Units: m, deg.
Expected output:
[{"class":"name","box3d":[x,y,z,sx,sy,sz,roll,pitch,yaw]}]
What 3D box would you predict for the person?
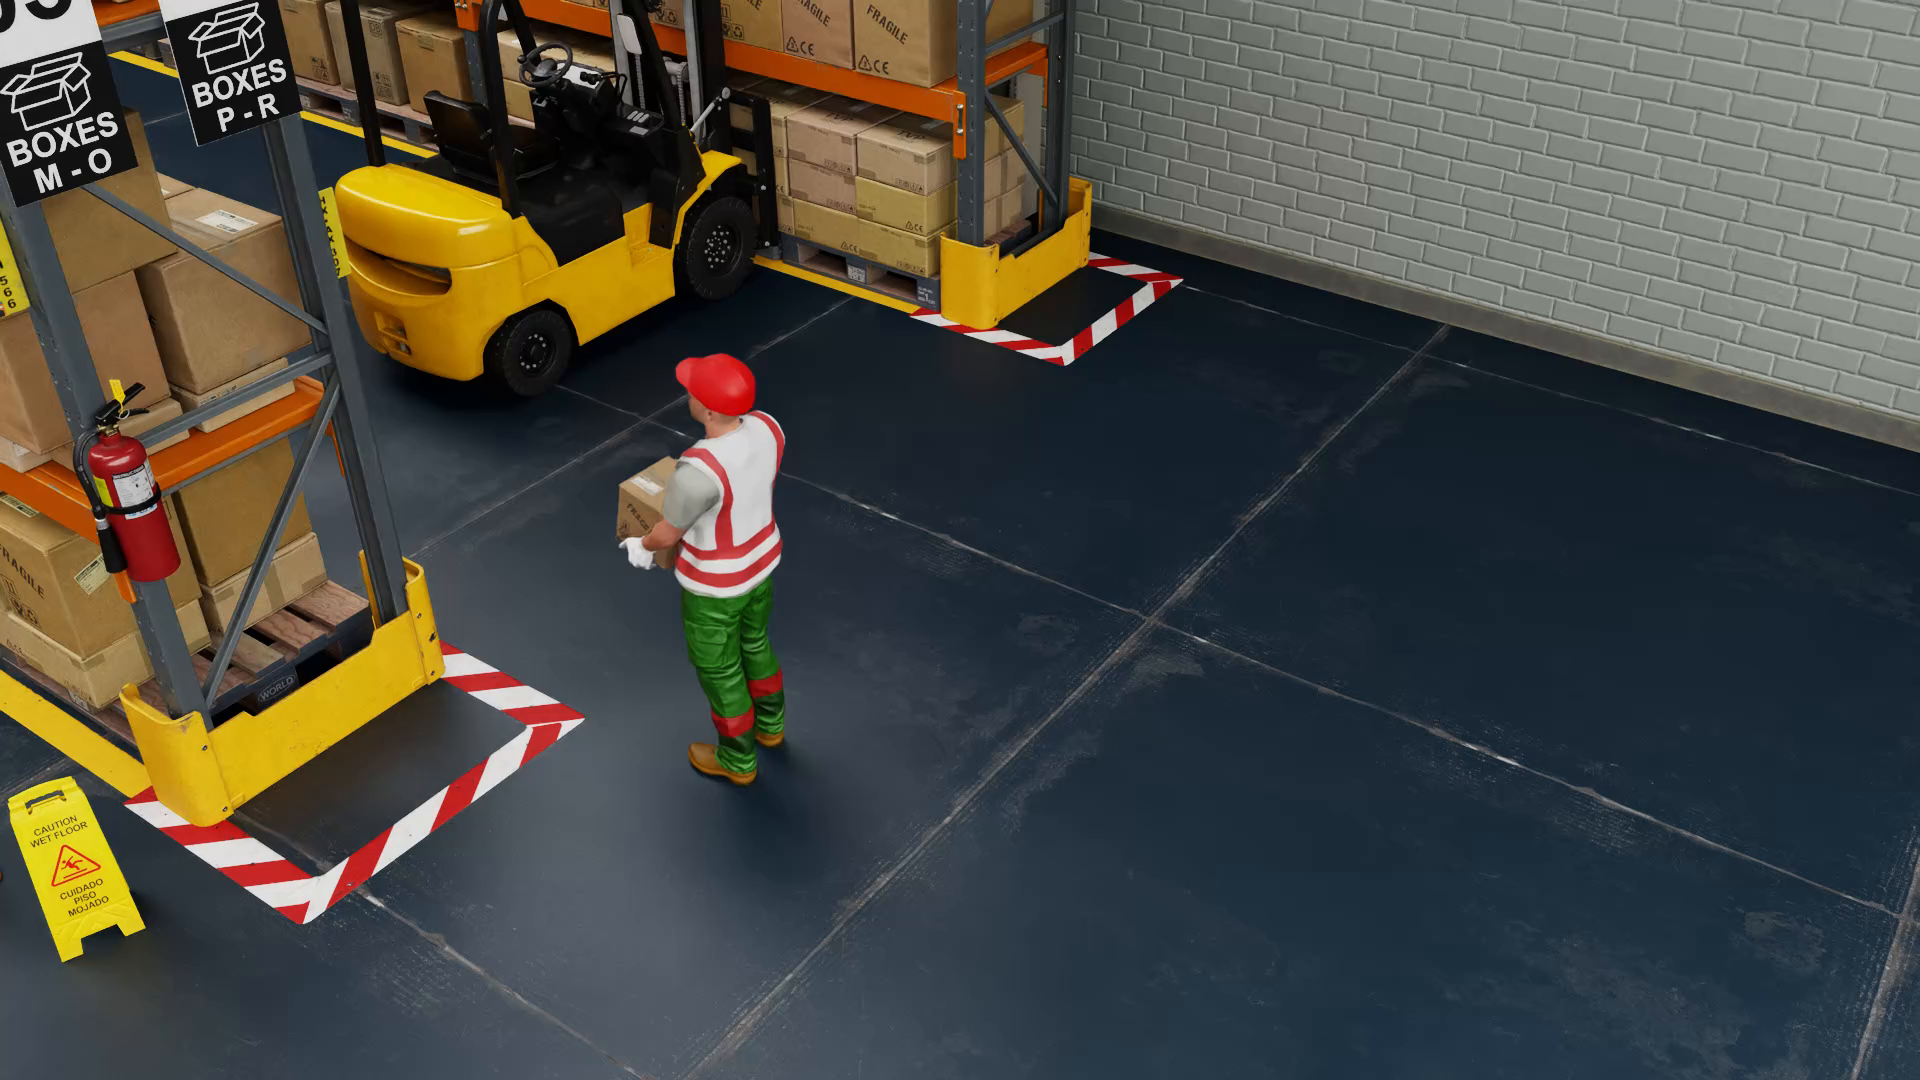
[{"class":"person","box3d":[-0.913,0.088,5.993,0.556,1.789,0.497,19,39,26]}]
